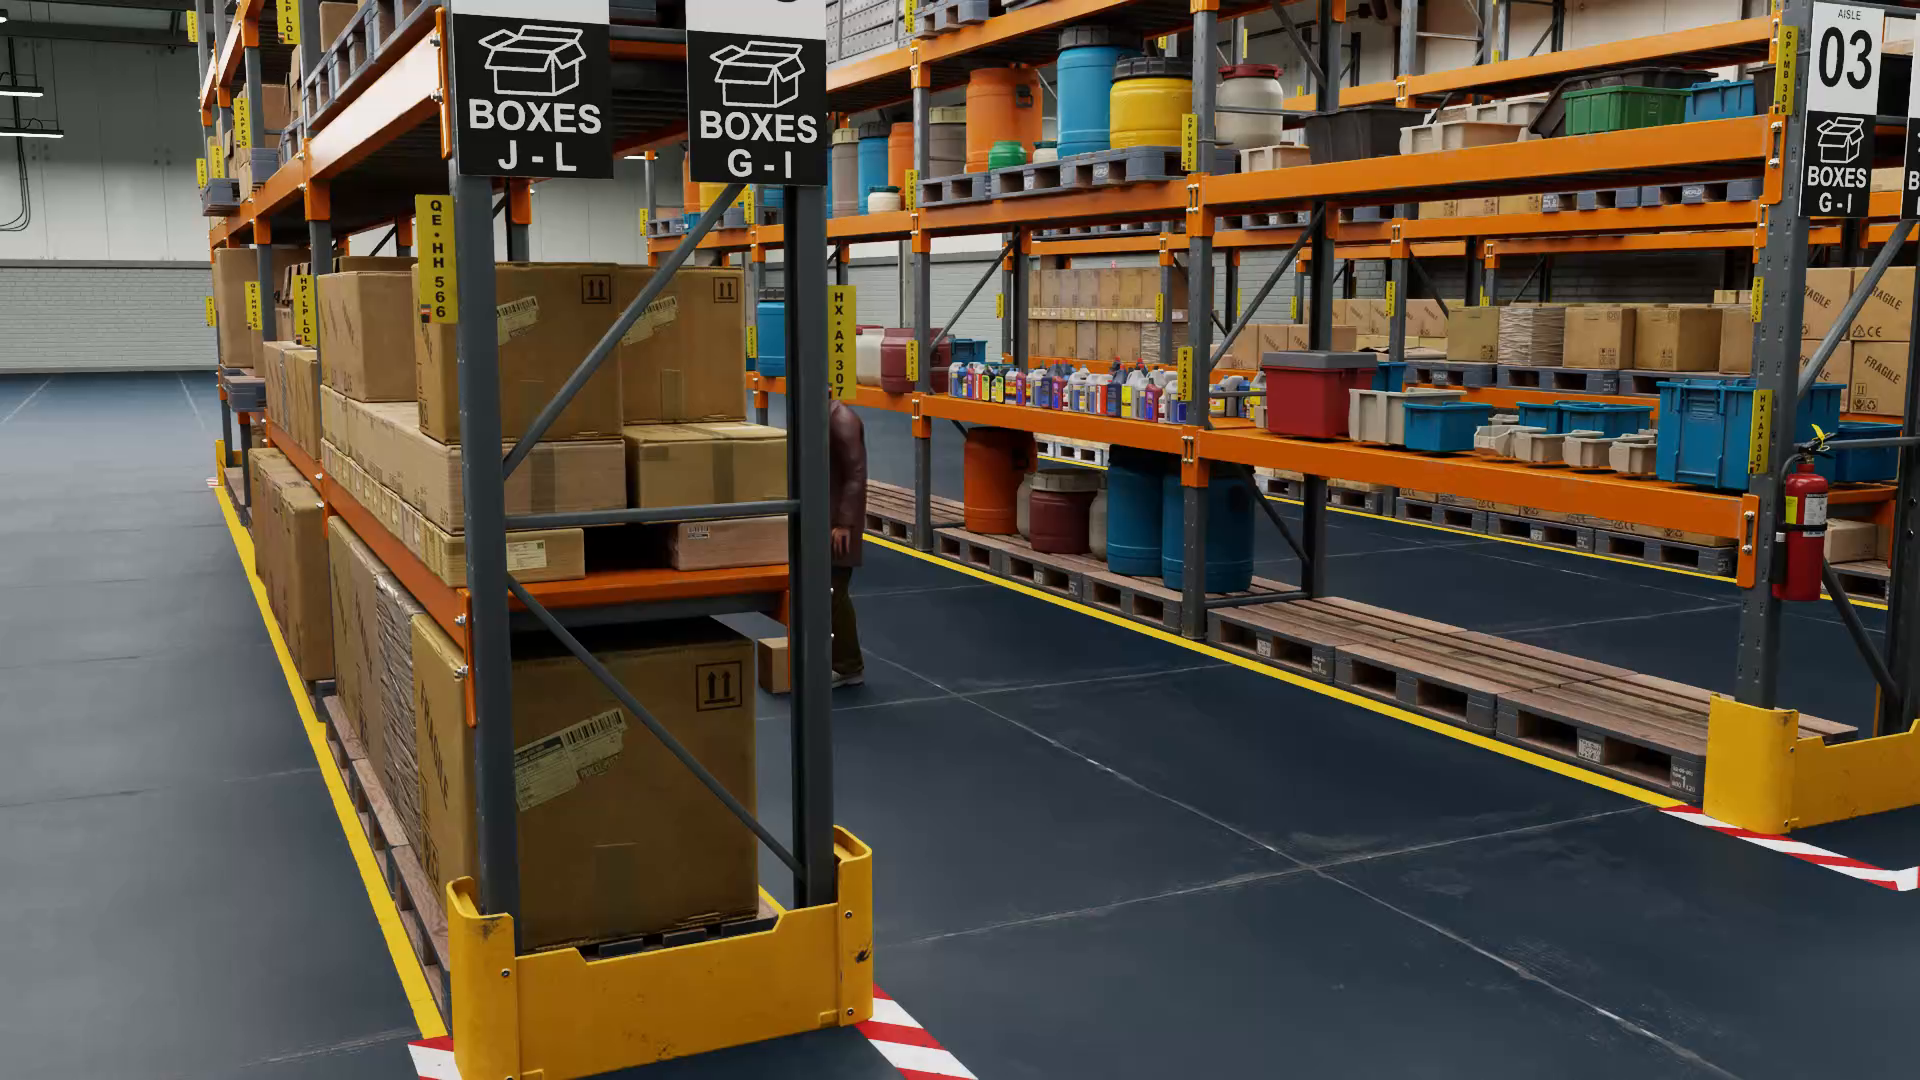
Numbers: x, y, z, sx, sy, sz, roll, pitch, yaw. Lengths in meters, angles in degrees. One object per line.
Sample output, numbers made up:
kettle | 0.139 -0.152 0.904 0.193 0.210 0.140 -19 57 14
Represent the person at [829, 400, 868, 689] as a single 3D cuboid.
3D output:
person | -0.719 -0.095 9.039 0.415 1.774 0.654 -4 9 -27
